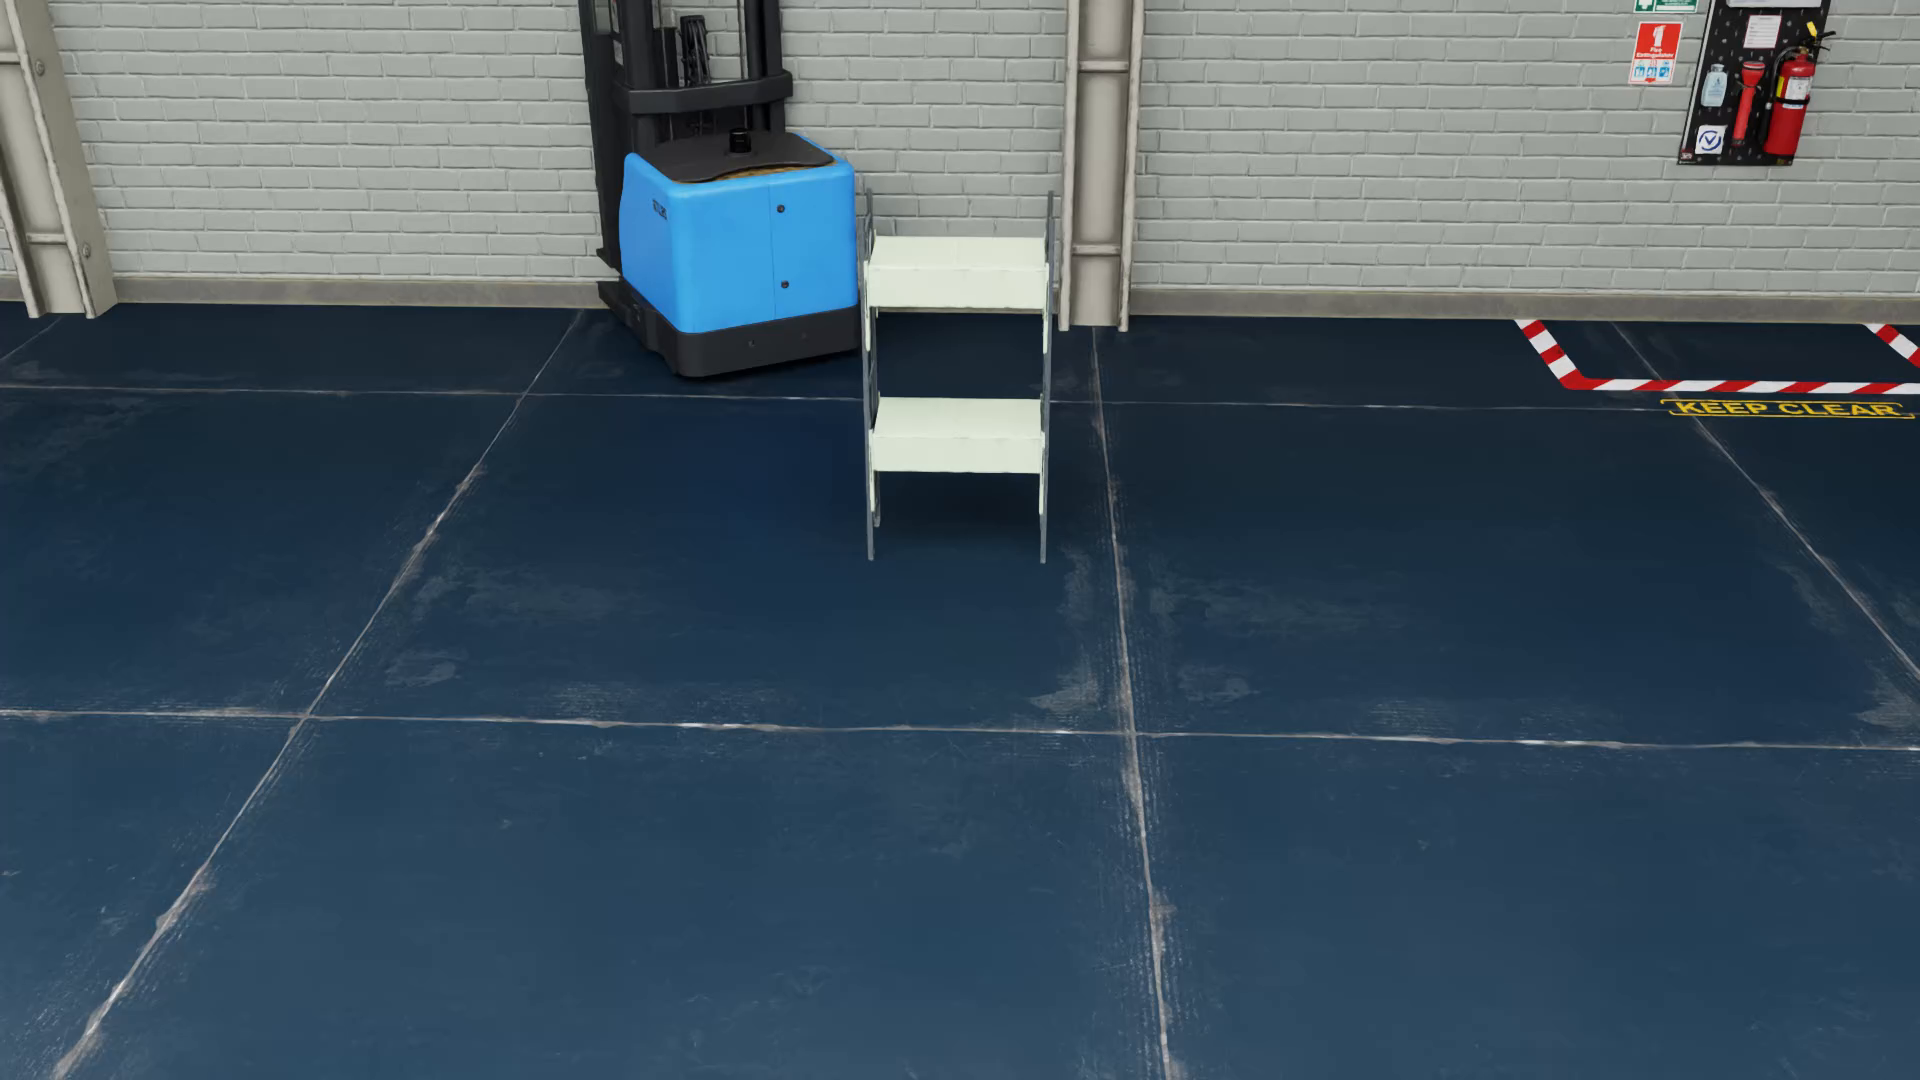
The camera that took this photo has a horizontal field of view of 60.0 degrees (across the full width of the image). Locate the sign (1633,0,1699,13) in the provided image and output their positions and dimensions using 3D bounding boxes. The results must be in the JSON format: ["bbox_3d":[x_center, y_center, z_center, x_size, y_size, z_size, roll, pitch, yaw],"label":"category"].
[{"bbox_3d":[3.752,-2.855,8.829,0.331,0.109,0.001,1,28,2],"label":"sign"}]

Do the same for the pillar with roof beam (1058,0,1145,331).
[{"bbox_3d":[0.617,-3.228,3.731,0.400,9.000,9.100,1,28,2],"label":"pillar with roof beam"}]

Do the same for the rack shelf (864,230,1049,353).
[{"bbox_3d":[-0.007,-1.008,6.716,0.720,0.370,0.431,1,28,2],"label":"rack shelf"}]

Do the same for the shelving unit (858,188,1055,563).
[{"bbox_3d":[-0.007,-0.663,6.899,0.755,1.500,0.431,1,28,2],"label":"shelving unit"}]

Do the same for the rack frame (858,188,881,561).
[{"bbox_3d":[-0.372,-0.669,6.910,0.023,1.500,0.400,1,28,2],"label":"rack frame"}]

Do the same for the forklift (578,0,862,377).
[{"bbox_3d":[-1.656,-2.808,9.418,1.130,2.935,3.031,-14,31,-24],"label":"forklift"}]

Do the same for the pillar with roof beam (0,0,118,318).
[{"bbox_3d":[-5.380,-3.327,3.918,0.400,9.000,9.100,1,28,2],"label":"pillar with roof beam"}]

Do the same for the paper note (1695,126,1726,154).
[{"bbox_3d":[4.122,-2.198,9.133,0.142,0.148,0.016,1,28,2],"label":"paper note"}]

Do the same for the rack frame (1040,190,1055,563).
[{"bbox_3d":[0.359,-0.657,6.888,0.023,1.500,0.400,1,28,2],"label":"rack frame"}]

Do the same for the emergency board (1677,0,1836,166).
[{"bbox_3d":[4.297,-2.552,8.861,0.643,1.169,0.194,1,28,2],"label":"emergency board"}]

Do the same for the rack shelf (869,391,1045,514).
[{"bbox_3d":[-0.007,-0.375,7.052,0.720,0.370,0.431,1,28,2],"label":"rack shelf"}]

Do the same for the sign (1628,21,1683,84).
[{"bbox_3d":[3.748,-2.625,8.961,0.234,0.329,0.001,1,28,2],"label":"sign"}]
